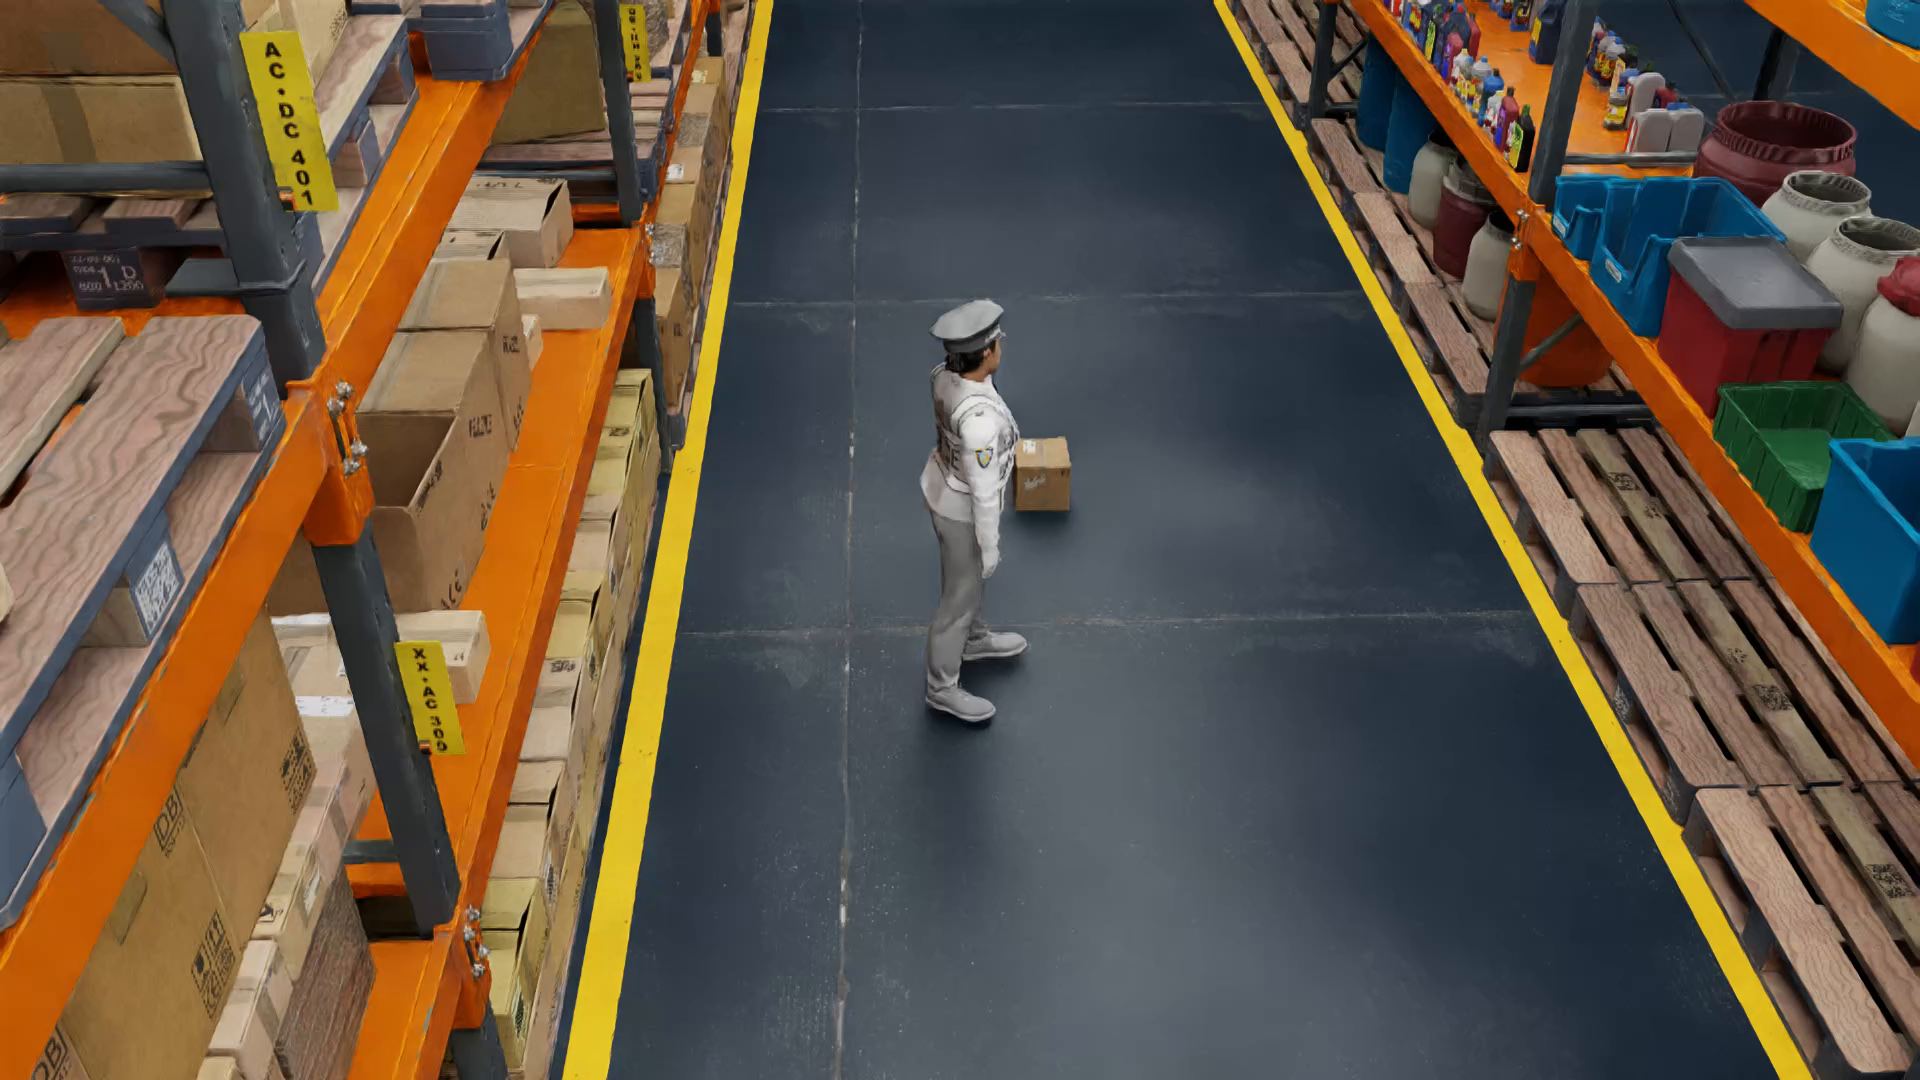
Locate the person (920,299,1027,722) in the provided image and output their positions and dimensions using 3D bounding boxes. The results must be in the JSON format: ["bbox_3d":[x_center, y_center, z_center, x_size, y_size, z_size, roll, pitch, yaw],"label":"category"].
[{"bbox_3d":[0.067,-0.121,6.263,0.489,1.672,0.553,-9,36,-13],"label":"person"}]
